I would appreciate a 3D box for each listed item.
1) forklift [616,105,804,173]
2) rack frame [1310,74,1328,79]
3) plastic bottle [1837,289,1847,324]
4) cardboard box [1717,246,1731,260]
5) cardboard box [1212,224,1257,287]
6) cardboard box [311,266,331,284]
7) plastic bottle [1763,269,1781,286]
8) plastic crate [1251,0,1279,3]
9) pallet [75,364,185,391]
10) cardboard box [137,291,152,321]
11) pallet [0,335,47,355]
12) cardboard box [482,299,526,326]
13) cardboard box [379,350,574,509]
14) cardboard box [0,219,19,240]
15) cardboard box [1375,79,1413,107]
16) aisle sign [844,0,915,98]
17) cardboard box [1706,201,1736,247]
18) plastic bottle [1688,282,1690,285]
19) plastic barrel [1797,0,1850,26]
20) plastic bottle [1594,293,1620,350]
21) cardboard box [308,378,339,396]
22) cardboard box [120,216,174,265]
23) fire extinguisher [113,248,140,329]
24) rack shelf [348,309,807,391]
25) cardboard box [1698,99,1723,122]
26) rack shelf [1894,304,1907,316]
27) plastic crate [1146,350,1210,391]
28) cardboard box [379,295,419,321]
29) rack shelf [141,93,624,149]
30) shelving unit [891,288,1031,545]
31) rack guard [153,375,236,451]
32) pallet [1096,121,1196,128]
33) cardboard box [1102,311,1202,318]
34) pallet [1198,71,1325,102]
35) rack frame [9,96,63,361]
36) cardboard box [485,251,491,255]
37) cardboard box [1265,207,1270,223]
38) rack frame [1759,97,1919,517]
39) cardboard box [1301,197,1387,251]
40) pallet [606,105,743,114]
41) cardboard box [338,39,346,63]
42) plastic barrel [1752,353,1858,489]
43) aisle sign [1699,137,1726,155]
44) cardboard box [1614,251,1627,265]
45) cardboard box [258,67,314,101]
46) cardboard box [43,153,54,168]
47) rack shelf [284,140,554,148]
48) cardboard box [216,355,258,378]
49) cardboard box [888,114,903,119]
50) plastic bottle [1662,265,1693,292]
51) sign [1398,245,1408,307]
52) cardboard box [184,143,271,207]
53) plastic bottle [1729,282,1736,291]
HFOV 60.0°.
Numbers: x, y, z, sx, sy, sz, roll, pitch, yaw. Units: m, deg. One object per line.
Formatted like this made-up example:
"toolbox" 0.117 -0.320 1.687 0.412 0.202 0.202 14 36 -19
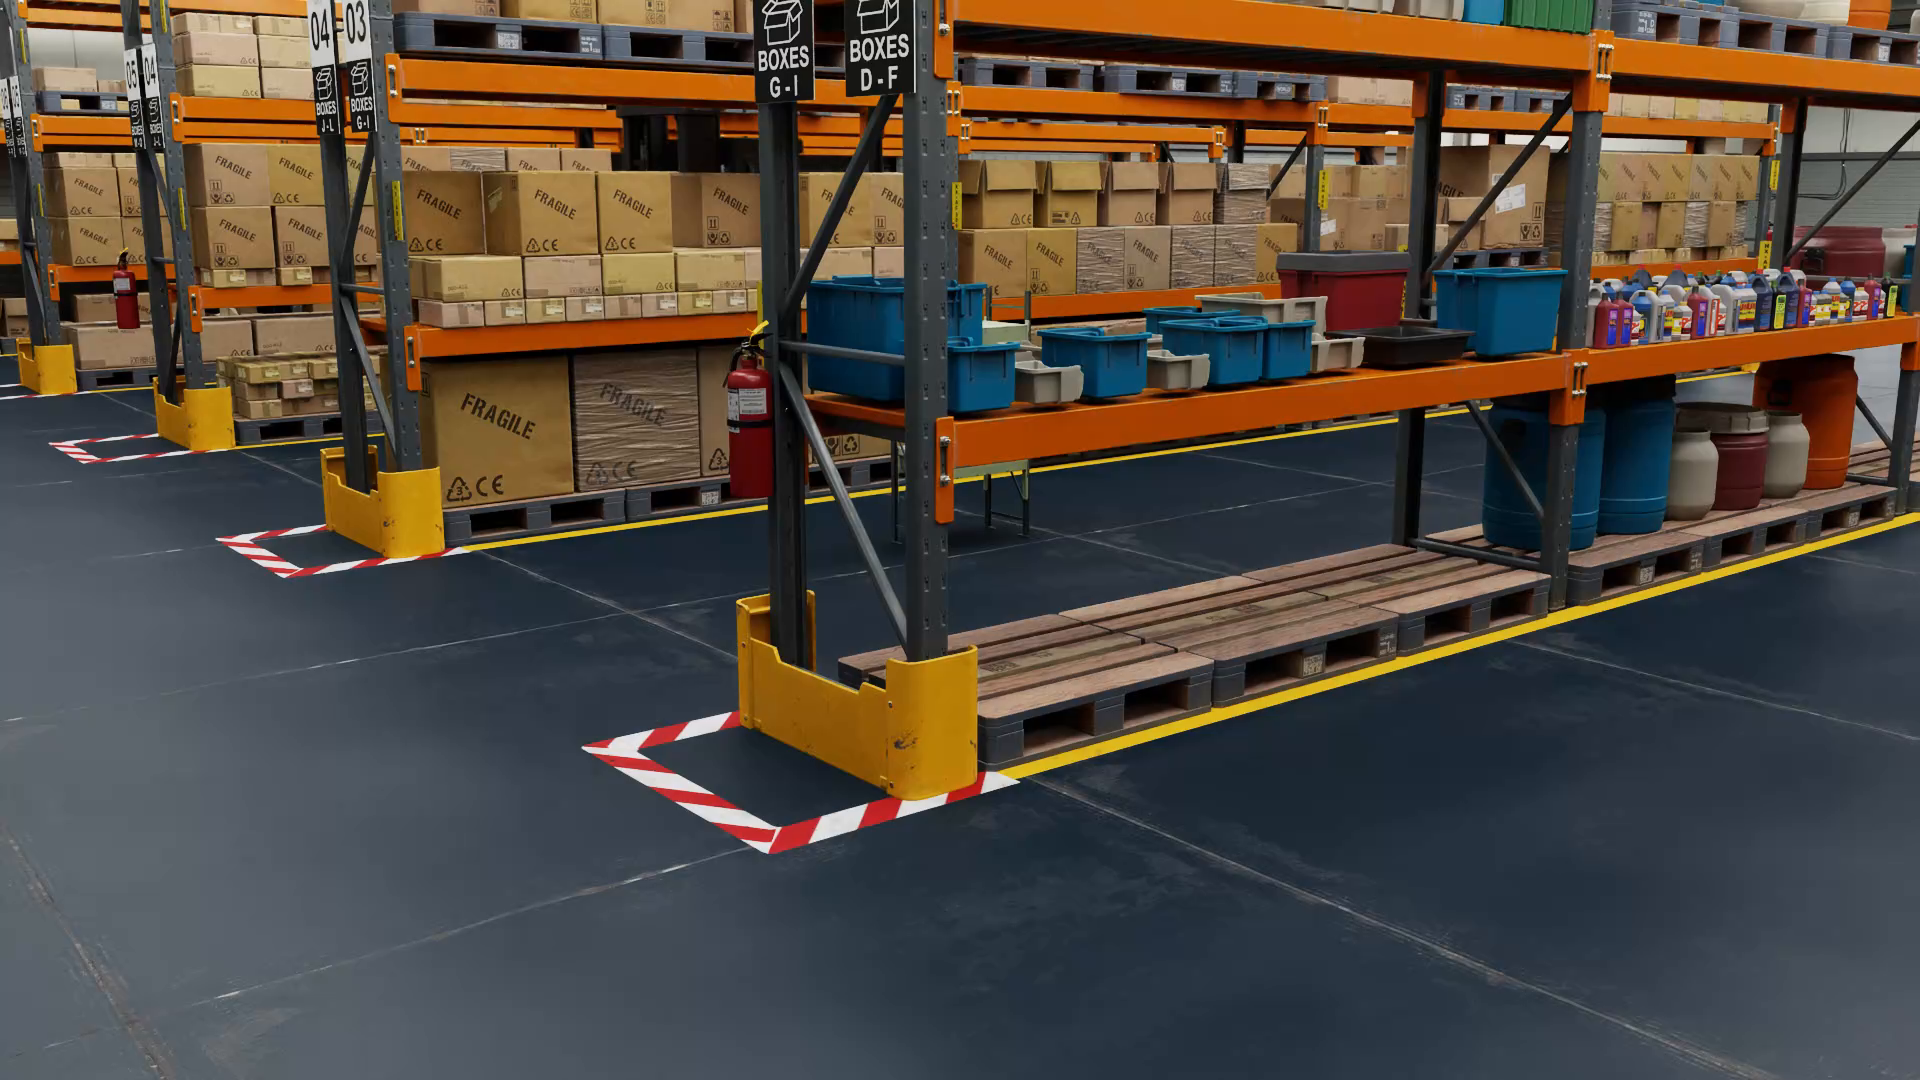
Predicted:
"forklift" -1.999 -2.362 14.198 1.130 2.935 3.031 11 16 43
"rack frame" 2.753 -5.446 14.110 0.127 3.000 1.000 -9 15 -38
"plastic bottle" 5.288 -1.409 10.022 0.097 0.201 0.097 0 12 0
"cardboard box" 8.547 -3.283 18.972 0.250 0.149 0.380 -9 15 -38
"cardboard box" 2.129 -2.392 13.932 0.500 0.500 0.500 -10 15 -38
"cardboard box" -5.523 -2.279 14.242 0.250 0.149 0.380 -9 15 -35
"plastic bottle" 5.307 -1.643 10.945 0.135 0.276 0.152 -9 15 -38
"plastic crate" 0.965 -2.260 6.480 0.767 0.338 0.504 -9 15 -38
"pallet" -9.110 -1.833 18.252 1.213 0.211 1.003 -9 15 -38
"cardboard box" -11.085 -3.089 22.460 0.500 0.500 0.500 -9 15 -37
"pallet" -12.108 -2.634 22.027 1.213 0.211 1.003 -9 15 -38
"cardboard box" -2.812 -1.376 9.993 0.250 0.149 0.380 -10 15 -38
"cardboard box" -3.045 -0.735 10.474 0.875 0.875 0.875 -9 15 -38
"cardboard box" -12.266 -3.972 21.259 0.500 0.250 0.500 -9 15 -37
"cardboard box" 3.680 -3.991 14.843 0.500 0.250 0.500 -9 15 -36
"aisle sign" -0.271 -1.884 5.520 0.004 0.787 0.394 -9 15 -38
"cardboard box" 8.237 -3.592 18.868 0.500 0.500 0.875 -9 15 -38
"plastic bottle" 4.478 -1.511 10.331 0.097 0.271 0.097 0 12 0
"plastic barrel" 5.101 -3.150 9.842 0.301 0.262 0.301 0 12 0
"plastic bottle" 3.276 -1.110 8.416 0.133 0.283 0.061 -9 15 -38
"cardboard box" -5.559 -1.346 14.382 0.250 0.149 0.380 -9 15 -37
"cardboard box" -8.753 -3.215 17.808 0.500 0.500 0.500 -10 15 -38
"fire extinguisher" -6.999 -2.113 13.940 0.183 0.674 0.296 -9 15 -38
"rack shelf" -1.933 -1.381 11.141 4.000 0.370 1.077 -9 15 -38
"cardboard box" 7.988 -4.709 18.223 0.500 0.250 0.500 -9 15 -36
"rack shelf" 7.408 -1.615 12.247 4.000 0.370 1.077 -9 15 -38
"plastic crate" 0.830 -0.665 6.529 0.298 0.136 0.250 -9 15 -38
"cardboard box" -3.422 -1.450 10.340 0.250 0.149 0.380 -9 15 -37
"rack shelf" -4.952 -3.666 14.680 4.000 0.370 1.077 -9 15 -38
"shelving unit" 0.005 -0.735 9.977 0.755 1.500 0.431 -9 15 -38
"rack guard" -6.455 -1.078 14.001 0.348 0.500 1.175 -9 15 -38
"pallet" 2.171 -5.095 20.138 1.217 0.209 0.805 -10 16 -40
"cardboard box" 1.500 -1.477 13.966 0.875 0.875 1.225 -9 15 -37
"pallet" 2.283 -3.794 14.007 1.003 0.211 1.213 -9 15 -35
"rack frame" -9.685 -3.080 17.414 0.127 3.000 1.000 -9 15 -38
"cardboard box" -2.885 -1.717 10.638 0.500 0.250 0.500 -10 15 -39
"cardboard box" 3.552 -4.046 21.600 0.550 0.550 0.875 -9 15 -38
"rack frame" 5.847 -1.708 10.950 0.127 3.000 1.000 -9 15 -38
"cardboard box" 3.523 -2.931 15.457 0.500 0.500 0.700 -7 14 -29
"pallet" -2.842 -4.248 16.143 1.003 0.211 1.213 -9 15 -38
"cardboard box" -5.200 -4.075 14.036 0.500 0.250 0.500 -9 15 -37
"plastic barrel" 5.475 -0.785 10.820 0.708 0.830 0.600 -9 15 -38
"aisle sign" 8.860 -4.878 19.619 0.004 0.787 0.394 -9 15 -38
"cardboard box" 6.802 -2.988 17.582 0.250 0.149 0.380 -9 15 -38
"cardboard box" -5.590 -3.769 13.796 0.500 0.250 0.500 -9 15 -36
"cardboard box" -9.530 -4.015 17.605 0.250 0.149 0.380 -9 15 -37
"rack shelf" -8.104 -5.779 24.633 4.000 0.370 1.077 -9 15 -38
"cardboard box" -6.259 -1.502 14.403 0.250 0.149 0.380 -9 15 -37
"cardboard box" -0.937 -4.663 17.403 0.500 0.500 0.500 -9 15 -38
"plastic bottle" 4.297 -1.473 9.962 0.185 0.351 0.144 -9 15 -38
"sign" 2.381 -1.414 8.898 0.005 0.325 0.100 -9 15 -38
"cardboard box" -5.998 -2.989 13.621 0.500 0.500 0.500 -10 15 -38
"plastic bottle" 4.396 -1.334 9.497 0.097 0.271 0.097 0 12 0
